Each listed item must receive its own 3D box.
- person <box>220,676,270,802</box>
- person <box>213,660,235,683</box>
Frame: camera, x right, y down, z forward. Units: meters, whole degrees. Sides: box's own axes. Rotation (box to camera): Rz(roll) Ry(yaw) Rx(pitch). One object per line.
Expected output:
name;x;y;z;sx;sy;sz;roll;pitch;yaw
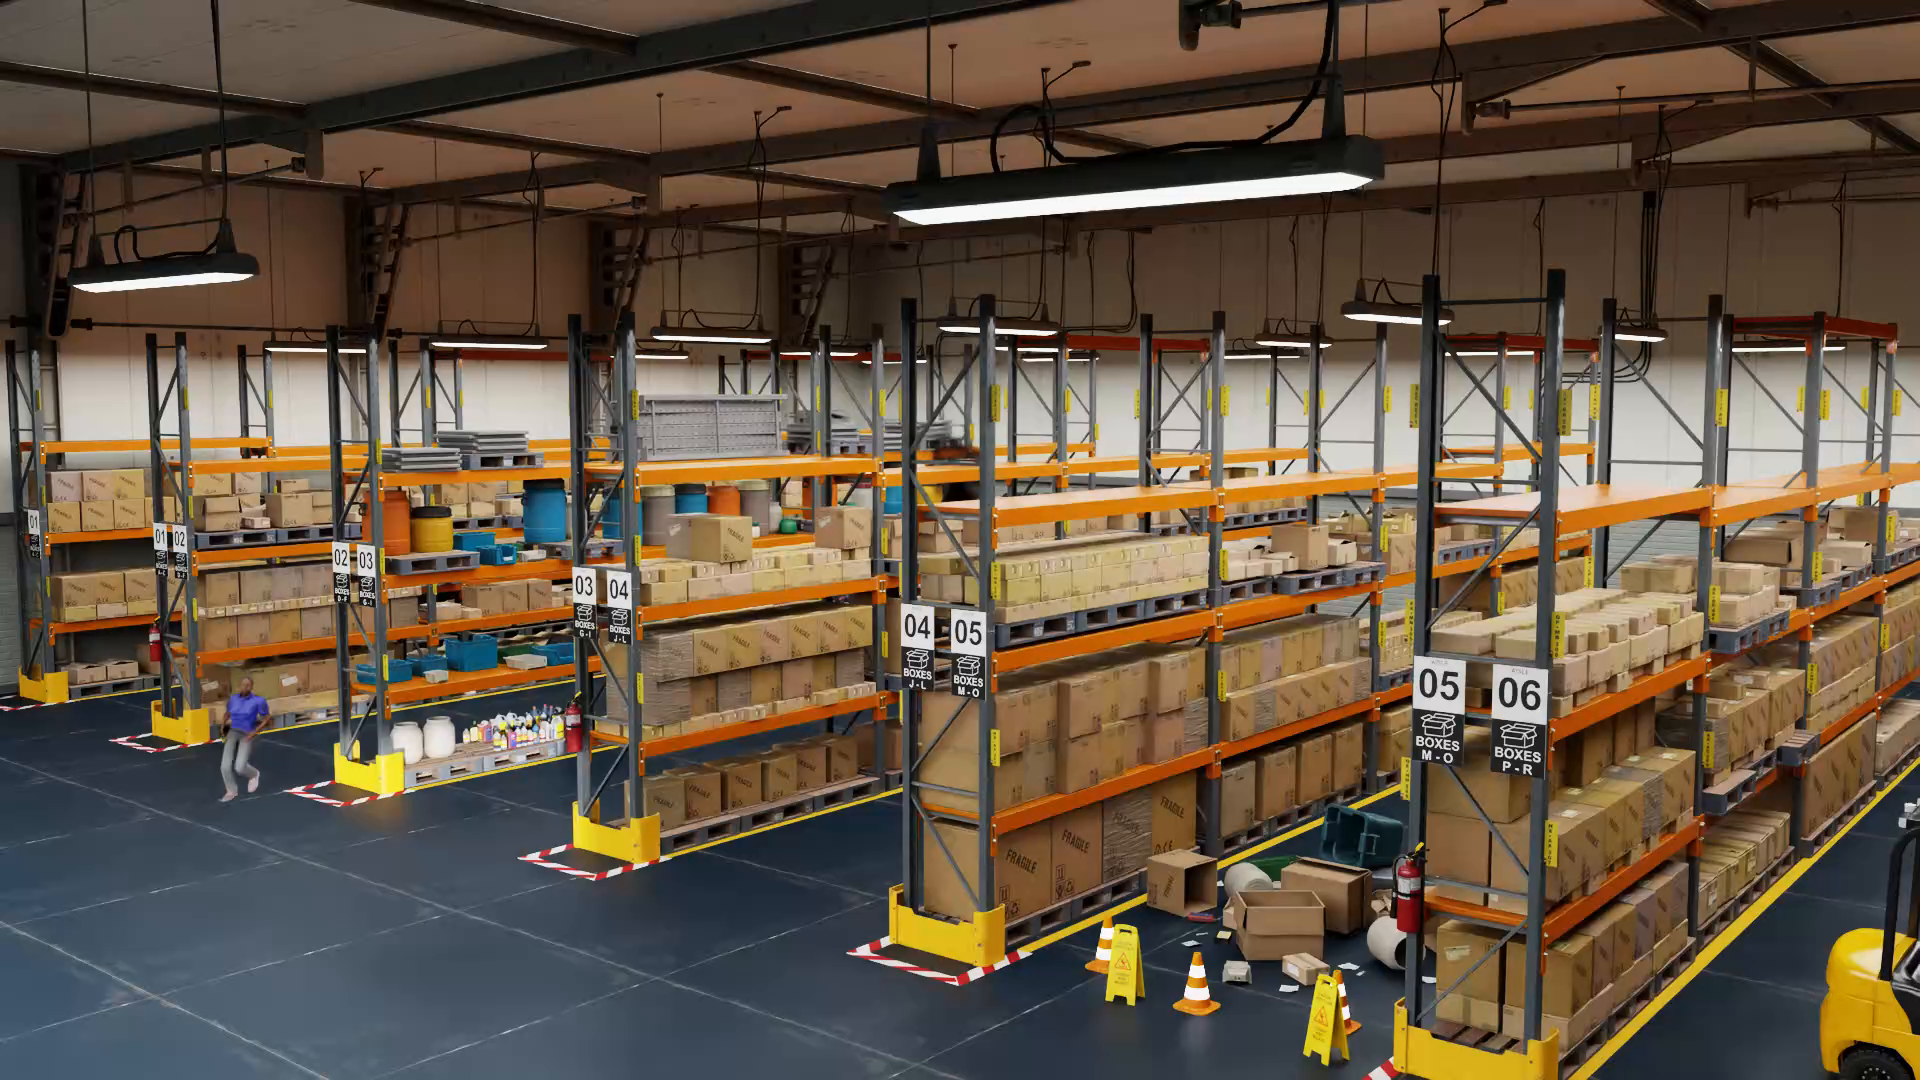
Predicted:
person;-9.051;2.504;21.026;0.578;1.570;0.536;0;5;5
person;-11.871;1.889;27.010;0.688;1.757;0.891;3;6;27
